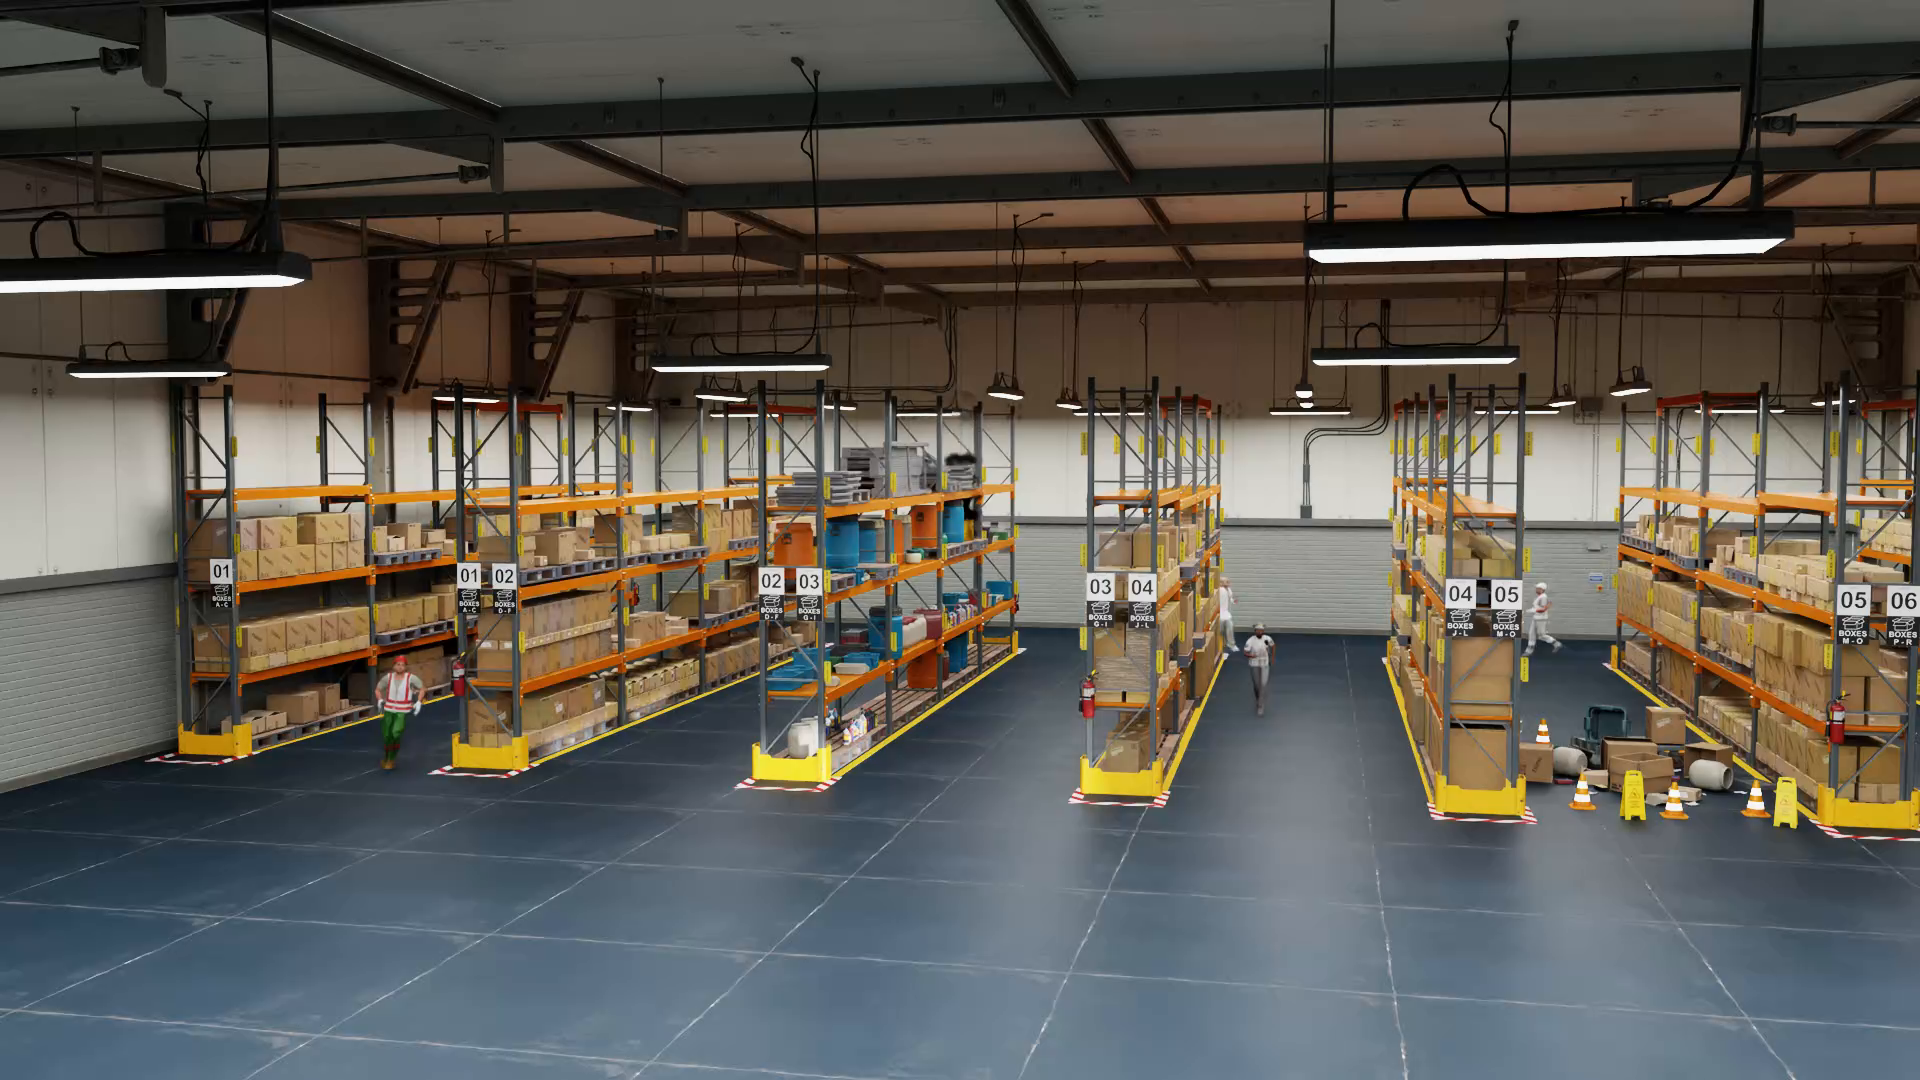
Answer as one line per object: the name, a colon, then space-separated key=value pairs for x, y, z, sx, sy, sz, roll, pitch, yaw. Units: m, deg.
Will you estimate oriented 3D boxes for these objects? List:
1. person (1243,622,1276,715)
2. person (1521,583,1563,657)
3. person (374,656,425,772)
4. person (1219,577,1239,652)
person: x=5.665 y=2.416 z=31.466 sx=0.606 sy=1.757 sz=0.874 roll=0 pitch=3 yaw=8
person: x=13.772 y=1.903 z=39.396 sx=0.981 sy=1.792 sz=0.656 roll=0 pitch=3 yaw=9
person: x=-8.738 y=2.683 z=25.847 sx=0.719 sy=1.780 sz=0.676 roll=0 pitch=3 yaw=-1
person: x=6.493 y=1.815 z=40.950 sx=0.990 sy=1.797 sz=0.718 roll=2 pitch=4 yaw=38
